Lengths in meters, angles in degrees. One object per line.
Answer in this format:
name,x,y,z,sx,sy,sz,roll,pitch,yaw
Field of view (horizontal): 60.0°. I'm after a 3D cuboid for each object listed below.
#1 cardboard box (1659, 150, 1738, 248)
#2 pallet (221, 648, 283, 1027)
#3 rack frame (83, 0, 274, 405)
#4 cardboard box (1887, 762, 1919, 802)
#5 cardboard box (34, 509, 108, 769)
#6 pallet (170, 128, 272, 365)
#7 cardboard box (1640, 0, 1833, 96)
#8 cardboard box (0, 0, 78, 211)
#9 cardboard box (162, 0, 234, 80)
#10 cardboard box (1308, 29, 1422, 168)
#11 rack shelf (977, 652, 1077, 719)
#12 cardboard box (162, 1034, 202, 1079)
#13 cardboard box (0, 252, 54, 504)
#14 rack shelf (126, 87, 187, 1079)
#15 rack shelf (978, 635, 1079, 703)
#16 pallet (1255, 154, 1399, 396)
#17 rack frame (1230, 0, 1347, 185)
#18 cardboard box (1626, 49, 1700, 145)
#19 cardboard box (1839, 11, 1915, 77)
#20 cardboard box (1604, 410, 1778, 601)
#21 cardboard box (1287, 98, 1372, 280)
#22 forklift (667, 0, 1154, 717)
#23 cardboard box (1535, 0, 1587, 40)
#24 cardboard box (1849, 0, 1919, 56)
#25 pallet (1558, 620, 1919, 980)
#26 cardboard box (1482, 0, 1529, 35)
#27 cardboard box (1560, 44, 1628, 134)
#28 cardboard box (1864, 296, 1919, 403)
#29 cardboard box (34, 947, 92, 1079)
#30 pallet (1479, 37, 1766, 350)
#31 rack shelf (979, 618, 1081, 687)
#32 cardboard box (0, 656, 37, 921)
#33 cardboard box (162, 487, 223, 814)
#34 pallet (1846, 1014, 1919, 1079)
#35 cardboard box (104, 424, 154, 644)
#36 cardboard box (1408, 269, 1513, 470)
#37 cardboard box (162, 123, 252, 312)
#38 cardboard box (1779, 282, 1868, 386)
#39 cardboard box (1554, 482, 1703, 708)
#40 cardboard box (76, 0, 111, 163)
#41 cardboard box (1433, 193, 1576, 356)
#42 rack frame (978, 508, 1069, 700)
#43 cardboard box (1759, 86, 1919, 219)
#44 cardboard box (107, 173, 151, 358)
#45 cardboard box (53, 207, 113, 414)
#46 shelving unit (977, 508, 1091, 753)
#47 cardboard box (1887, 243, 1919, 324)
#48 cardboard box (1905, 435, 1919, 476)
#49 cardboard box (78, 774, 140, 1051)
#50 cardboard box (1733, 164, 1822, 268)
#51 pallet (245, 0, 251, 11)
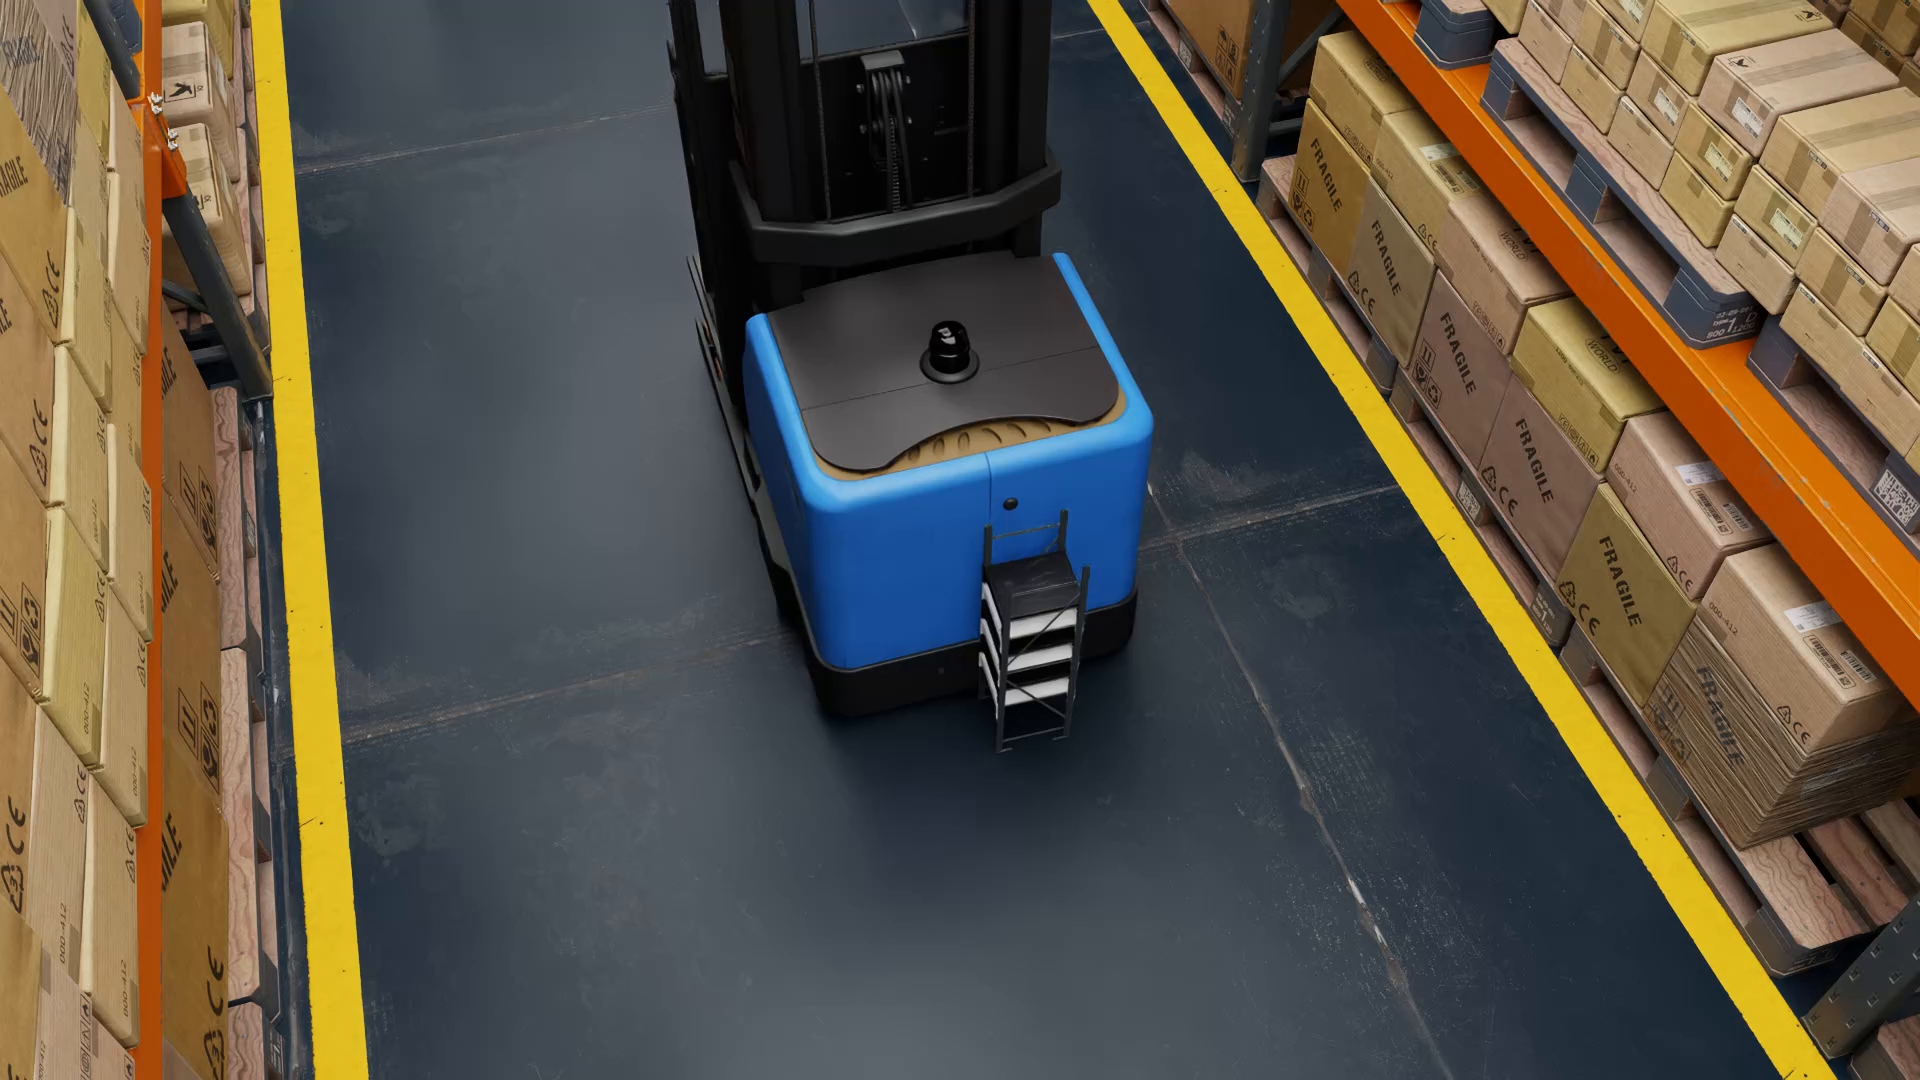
cardboard box,2.135,-0.950,4.478,0.380,0.149,0.250,-11,51,-9
pallet,-2.533,0.953,4.808,1.003,0.211,1.213,-13,51,-11
rack frame,-3.052,-1.428,4.992,1.000,3.000,0.127,-13,51,-11
cardboard box,2.865,0.371,4.835,0.500,0.500,0.500,-12,51,-10
cardboard box,-2.034,0.247,3.351,0.500,0.250,0.500,-13,51,-11
pallet,-3.281,-1.100,6.539,1.003,0.211,1.213,-13,51,-11
cardboard box,2.059,-1.343,4.421,0.380,0.149,0.250,-14,51,-11
cardboard box,-2.489,-1.091,3.988,0.500,0.500,0.500,-13,51,-10
cardboard box,-3.654,-2.223,7.107,0.950,0.372,0.625,-12,51,-10
cardboard box,1.620,-1.634,6.035,0.500,0.250,0.500,-15,52,-13
rack shelf,0.203,0.418,5.081,0.258,0.077,0.200,-12,54,-10
cardboard box,-2.128,1.608,3.547,0.875,0.875,0.875,-12,51,-10
cardboard box,-2.206,-0.356,3.368,0.500,0.500,0.500,-14,51,-12
rack shelf,-2.460,0.265,4.035,1.077,0.370,4.000,-13,51,-11
rack shelf,0.205,0.364,5.009,0.258,0.077,0.200,-12,54,-10
pallet,1.877,-1.151,6.582,1.003,0.211,1.213,-13,51,-11
rack frame,1.647,-2.621,5.998,1.000,3.000,0.127,-13,51,-11
cardboard box,2.064,-1.236,4.525,0.380,0.149,0.250,-12,51,-10
cardboard box,2.688,-1.383,4.649,0.380,0.149,0.250,-14,51,-12
cardboard box,2.229,-0.136,4.773,0.500,0.250,0.500,-11,51,-9
cardboard box,1.613,-1.376,6.309,0.500,0.500,0.500,-15,52,-13
forklift,-0.359,-1.549,5.139,1.130,2.935,3.031,-13,51,-11
cardboard box,1.910,-1.615,4.844,0.380,0.149,0.250,-13,51,-11
cardboard box,2.687,-1.477,4.534,0.380,0.149,0.250,-12,51,-10
pallet,2.598,0.631,5.080,1.003,0.211,1.213,-13,51,-11
cardboard box,1.827,-1.713,5.122,0.380,0.149,0.250,-11,51,-9
cardboard box,1.981,-1.335,4.803,0.380,0.149,0.250,-13,51,-10
cardboard box,2.374,-0.470,3.879,0.380,0.149,0.250,-11,51,-9
cardboard box,-1.729,0.996,2.720,0.500,0.250,0.500,-15,51,-12
pallet,2.272,-1.122,4.860,1.003,0.211,1.213,-13,51,-11
rack shelf,0.206,0.309,4.938,0.258,0.077,0.200,-12,54,-10
cardboard box,-1.901,0.387,2.742,0.500,0.500,0.500,-14,51,-11
cardboard box,-2.667,0.297,4.652,0.875,0.875,0.875,-13,51,-11
pallet,3.063,1.682,4.194,1.003,0.211,1.213,-13,51,-11
cardboard box,-2.176,0.038,3.854,0.500,0.250,0.500,-14,51,-12
cardboard box,1.921,-0.636,5.684,0.500,0.500,0.500,-14,51,-12
cardboard box,-3.209,-1.131,6.186,0.950,0.372,0.625,-16,52,-13
cardboard box,2.301,-0.554,4.145,0.380,0.149,0.250,-16,52,-13
cardboard box,2.219,0.113,5.053,0.500,0.500,0.500,-14,51,-12
cardboard box,-2.666,-1.244,4.608,0.500,0.250,0.500,-13,51,-11
cardboard box,1.904,-0.899,5.416,0.500,0.250,0.500,-13,51,-11
rack frame,0.180,0.211,4.971,0.240,0.900,0.006,-12,54,-10
cardboard box,2.223,-0.952,4.091,0.380,0.149,0.250,-15,51,-12
cardboard box,-2.488,-0.699,4.476,0.500,0.250,0.500,-12,51,-10
cardboard box,-2.340,-0.501,3.982,0.500,0.250,0.500,-15,51,-12
shelving unit,0.206,0.289,4.911,0.258,0.900,0.210,-12,54,-10
cardboard box,2.370,-0.580,3.777,0.380,0.149,0.250,-15,51,-12
cardboard box,2.446,-0.189,3.837,0.380,0.149,0.250,-13,51,-11
cardboard box,-1.901,0.783,3.226,0.500,0.250,0.500,-14,51,-12
cardboard box,2.213,-0.859,4.207,0.380,0.149,0.250,-16,52,-13
pallet,-4.003,-2.882,8.042,1.003,0.211,1.213,-13,51,-11
